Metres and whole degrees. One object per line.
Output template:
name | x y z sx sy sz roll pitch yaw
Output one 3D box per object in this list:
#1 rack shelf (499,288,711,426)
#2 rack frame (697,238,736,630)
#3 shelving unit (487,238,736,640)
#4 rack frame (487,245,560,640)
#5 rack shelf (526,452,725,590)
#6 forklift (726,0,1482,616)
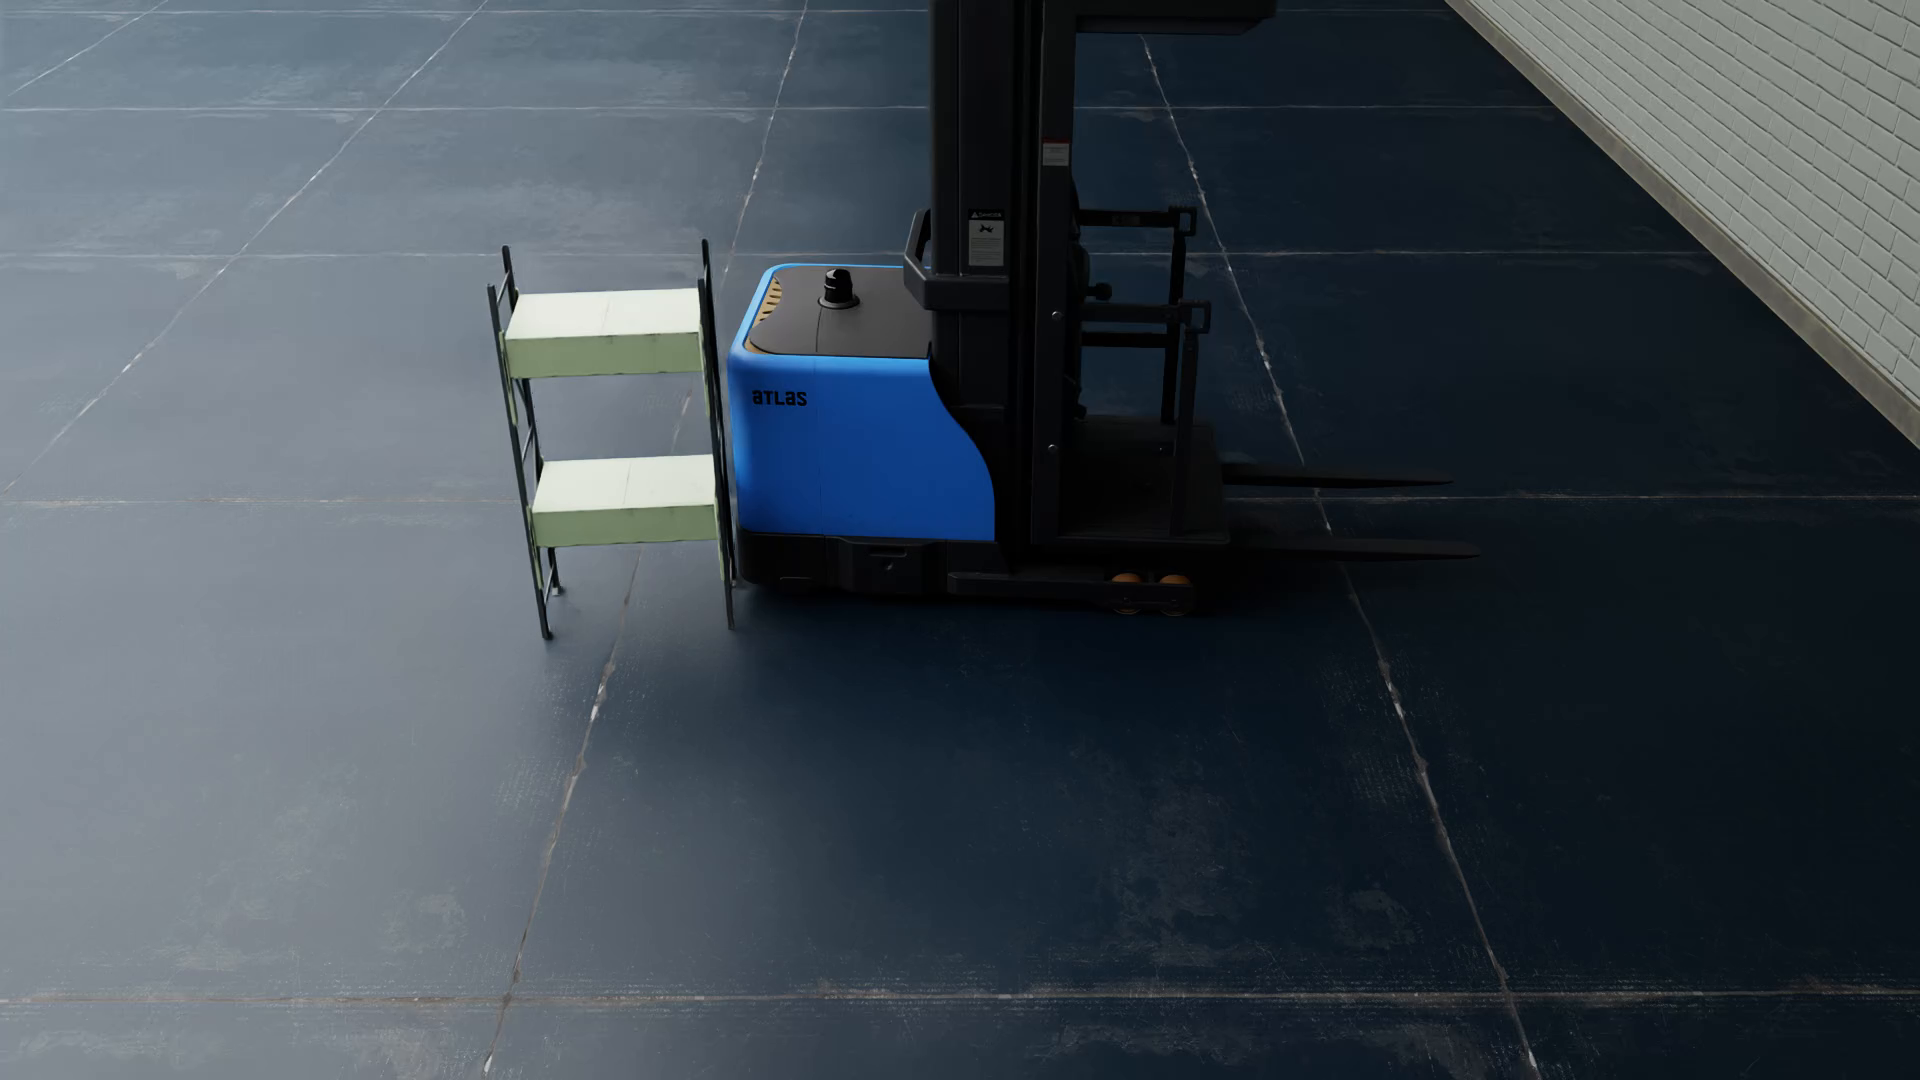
rack shelf | -1.300 -0.701 6.206 0.720 0.370 0.431 -3 31 -4
rack frame | -0.935 -0.385 6.437 0.023 1.500 0.400 -3 31 -4
shelving unit | -1.300 -0.367 6.409 0.755 1.500 0.431 -3 31 -4
rack frame | -1.664 -0.350 6.381 0.023 1.500 0.400 -3 31 -4
rack shelf | -1.300 -0.089 6.578 0.720 0.370 0.431 -3 31 -4
forklift | 0.626 -1.231 6.453 3.031 2.935 1.130 2 31 3
